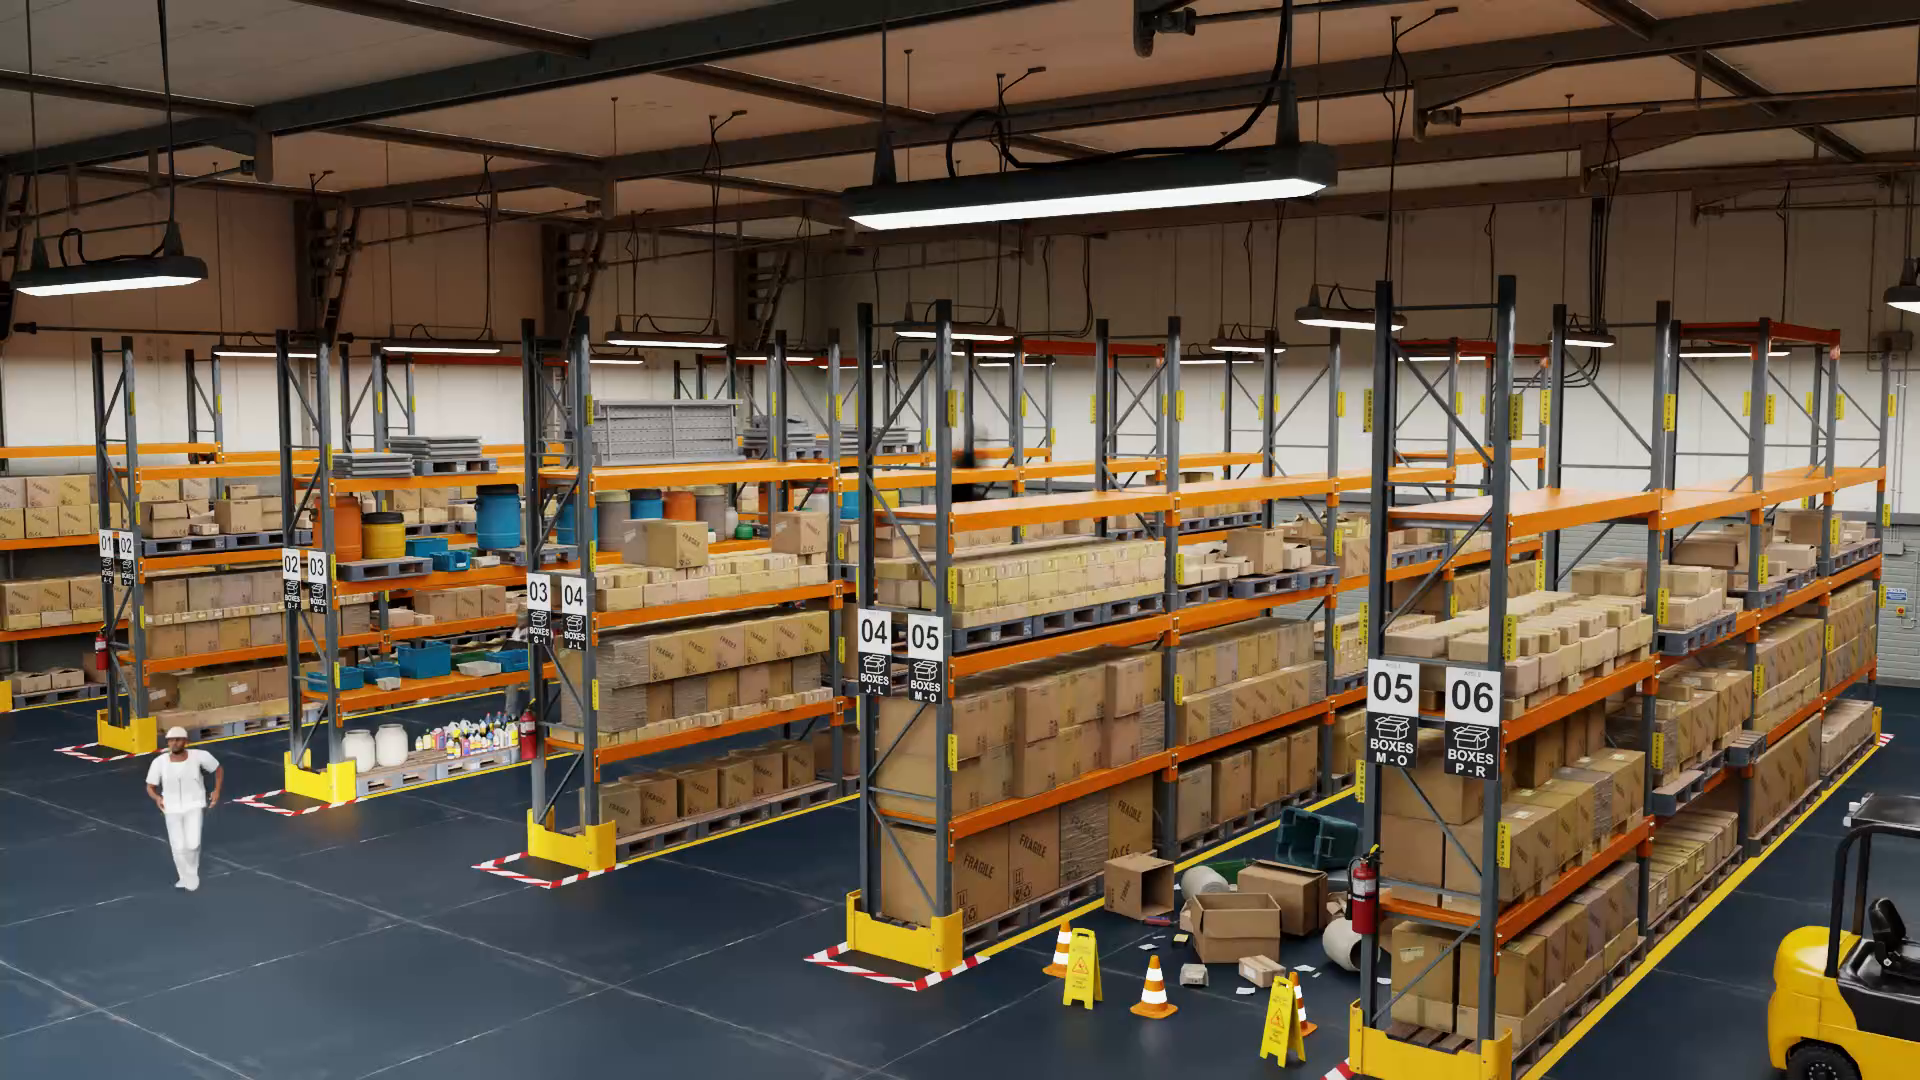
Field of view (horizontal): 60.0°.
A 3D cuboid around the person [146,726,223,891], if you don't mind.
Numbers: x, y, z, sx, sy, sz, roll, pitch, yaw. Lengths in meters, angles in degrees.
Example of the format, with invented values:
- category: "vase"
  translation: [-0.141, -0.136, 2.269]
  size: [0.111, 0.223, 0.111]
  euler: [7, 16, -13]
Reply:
- category: "person"
  translation: [-8.064, 2.795, 17.278]
  size: [0.712, 1.725, 0.633]
  euler: [-2, 5, -17]

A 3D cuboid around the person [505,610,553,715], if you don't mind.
- category: "person"
  translation: [-6.865, 1.987, 26.132]
  size: [0.661, 1.768, 0.964]
  euler: [3, 6, 33]

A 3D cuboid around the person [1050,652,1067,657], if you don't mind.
- category: "person"
  translation: [1.461, 2.030, 22.903]
  size: [0.570, 1.695, 0.791]
  euler: [3, 6, 33]
